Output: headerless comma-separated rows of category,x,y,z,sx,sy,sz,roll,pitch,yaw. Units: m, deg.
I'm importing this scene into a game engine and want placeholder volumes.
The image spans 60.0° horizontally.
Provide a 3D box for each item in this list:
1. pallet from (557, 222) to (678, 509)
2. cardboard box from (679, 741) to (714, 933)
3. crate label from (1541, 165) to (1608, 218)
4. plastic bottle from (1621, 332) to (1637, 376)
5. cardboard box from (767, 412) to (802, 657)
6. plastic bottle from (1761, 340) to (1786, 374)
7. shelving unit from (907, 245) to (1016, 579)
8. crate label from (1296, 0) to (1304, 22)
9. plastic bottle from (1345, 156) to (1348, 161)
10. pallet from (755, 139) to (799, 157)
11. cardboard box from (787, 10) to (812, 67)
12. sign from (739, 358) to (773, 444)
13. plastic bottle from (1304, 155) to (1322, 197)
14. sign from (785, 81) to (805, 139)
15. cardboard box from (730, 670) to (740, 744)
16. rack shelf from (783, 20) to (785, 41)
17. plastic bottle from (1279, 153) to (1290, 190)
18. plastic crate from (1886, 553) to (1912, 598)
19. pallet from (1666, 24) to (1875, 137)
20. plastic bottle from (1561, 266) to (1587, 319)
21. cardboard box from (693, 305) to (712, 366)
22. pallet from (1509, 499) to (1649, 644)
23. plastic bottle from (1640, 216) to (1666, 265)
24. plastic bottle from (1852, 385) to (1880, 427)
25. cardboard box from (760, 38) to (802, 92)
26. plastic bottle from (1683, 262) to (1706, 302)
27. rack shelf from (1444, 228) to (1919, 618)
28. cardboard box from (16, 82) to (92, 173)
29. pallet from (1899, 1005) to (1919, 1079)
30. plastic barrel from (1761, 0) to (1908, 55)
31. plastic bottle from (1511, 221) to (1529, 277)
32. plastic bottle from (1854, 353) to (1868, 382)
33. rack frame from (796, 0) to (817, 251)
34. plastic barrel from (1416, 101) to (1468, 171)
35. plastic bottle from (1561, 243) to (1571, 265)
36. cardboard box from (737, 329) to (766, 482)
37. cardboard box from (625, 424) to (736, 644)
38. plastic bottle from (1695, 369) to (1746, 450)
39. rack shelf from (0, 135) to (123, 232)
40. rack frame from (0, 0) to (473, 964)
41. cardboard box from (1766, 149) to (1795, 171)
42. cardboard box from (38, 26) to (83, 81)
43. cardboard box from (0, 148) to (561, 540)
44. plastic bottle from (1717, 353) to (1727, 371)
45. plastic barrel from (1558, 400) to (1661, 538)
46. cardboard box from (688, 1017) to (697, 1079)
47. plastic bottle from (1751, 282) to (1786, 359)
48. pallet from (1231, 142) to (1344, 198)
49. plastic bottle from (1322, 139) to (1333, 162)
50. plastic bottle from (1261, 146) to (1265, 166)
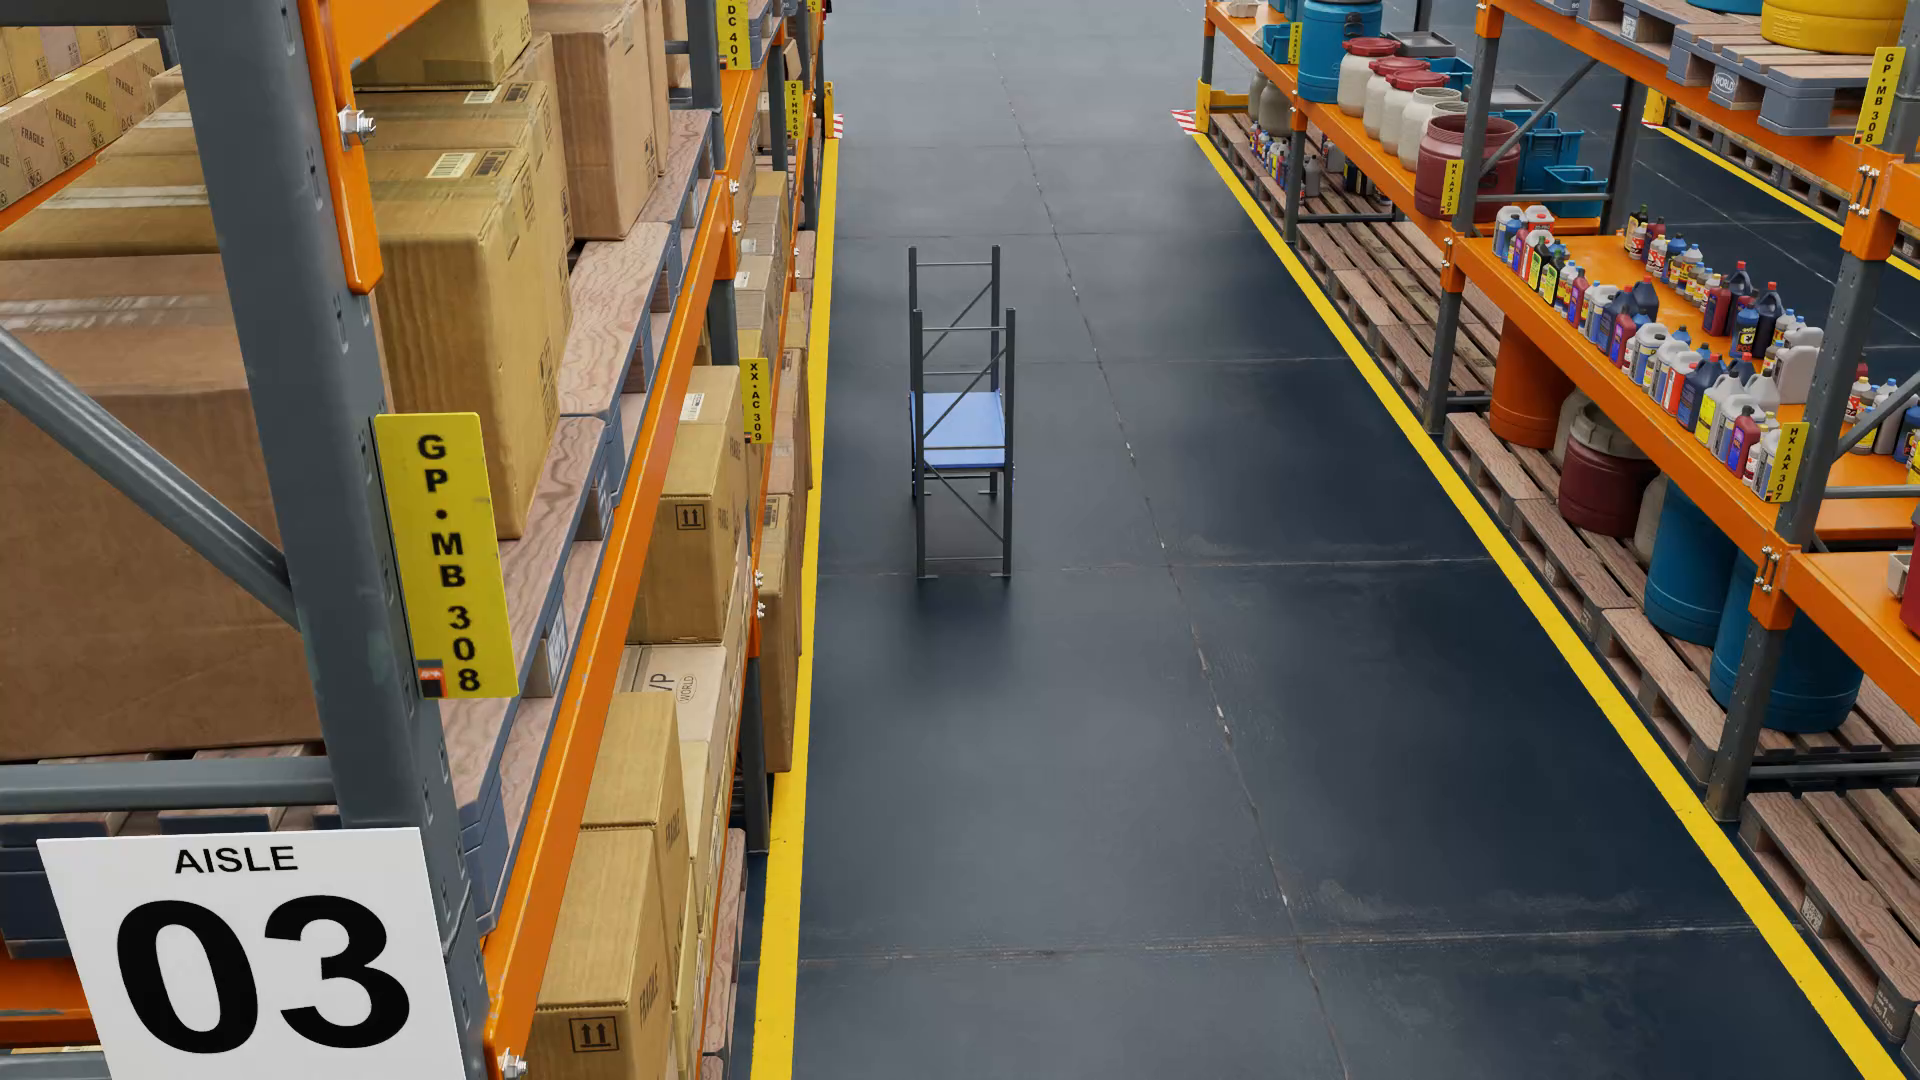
pallet,-1.189,-0.412,3.649,1.003,0.211,1.213,-1,28,-3
cardboard box,-0.917,0.779,4.353,0.500,0.250,0.500,-2,28,-4
crate label,3.808,-2.158,10.325,0.303,0.233,0.416,-1,28,-3
plastic bottle,3.223,-0.891,7.930,0.097,0.201,0.097,0,28,0
cardboard box,-1.383,-0.013,7.876,1.225,0.875,0.875,-2,28,-4
plastic bottle,3.837,-0.839,7.830,0.097,0.201,0.097,0,28,0
shelving unit,-0.004,-0.704,8.979,0.538,1.500,1.048,-1,28,-3
crate label,3.404,-4.895,15.354,0.502,0.435,0.616,-1,28,-3
plastic bottle,3.587,-3.563,15.226,0.144,0.351,0.185,-2,28,-3
pallet,-1.635,-2.737,11.462,1.003,0.211,1.213,-1,28,-3
cardboard box,-1.661,-4.142,13.517,0.875,0.500,0.500,-1,28,-3
sign,-0.728,-0.495,5.933,0.100,0.325,0.005,-1,28,-3
plastic bottle,3.069,-3.190,14.512,0.144,0.351,0.185,-1,28,-3
sign,-0.936,-2.437,9.427,0.100,0.325,0.005,-1,28,-3
cardboard box,-0.898,0.539,5.245,0.380,0.149,0.250,-1,28,-2
rack shelf,-1.595,-3.844,10.910,1.077,0.370,4.000,-1,28,-3
plastic bottle,2.915,-3.275,14.675,0.144,0.351,0.185,-3,28,-5
plastic crate,3.546,0.127,5.982,0.396,0.136,0.243,-1,28,-3
pallet,3.526,-1.787,6.393,1.213,0.211,1.003,-1,28,-3
plastic bottle,3.182,-1.283,8.605,0.097,0.271,0.097,0,28,0
cardboard box,-1.323,-0.846,6.435,0.797,0.503,0.637,-2,28,-4
pallet,3.599,0.133,8.767,1.003,0.211,1.213,-1,28,-3
plastic bottle,3.915,-1.694,9.380,0.061,0.283,0.133,-1,28,-3
plastic bottle,4.018,-0.584,7.341,0.097,0.201,0.097,0,28,0
cardboard box,-1.517,-3.190,11.556,0.797,0.503,0.637,1,28,3
plastic bottle,3.928,-1.379,8.865,0.097,0.201,0.097,0,28,0
rack shelf,3.560,-0.786,8.291,1.077,0.370,4.000,-1,28,-3
cardboard box,-6.282,-2.792,11.251,0.500,0.500,0.500,-2,28,-3
pallet,3.808,1.959,5.267,1.003,0.211,1.213,-1,28,-3
plastic barrel,3.414,-2.197,6.318,0.600,0.588,0.600,0,28,0
plastic bottle,3.127,-1.616,9.231,0.061,0.283,0.133,-1,28,-3
plastic bottle,4.025,-0.719,7.512,0.061,0.283,0.133,-1,28,-3
rack frame,-1.699,-3.756,13.208,1.000,3.000,0.127,-1,28,-3
plastic barrel,3.189,-2.548,10.771,0.421,0.512,0.421,0,28,0
plastic bottle,3.303,-1.531,9.156,0.097,0.201,0.097,0,28,0
cardboard box,-1.083,-0.557,6.965,0.500,0.500,0.500,-1,28,-3
cardboard box,-0.969,-0.022,5.079,0.500,0.500,0.500,-1,28,-2
plastic bottle,3.290,-0.576,7.164,0.144,0.351,0.185,-1,28,-3
rack shelf,-6.553,-2.440,11.463,1.077,0.370,4.000,-1,28,-3
rack frame,-1.073,-0.874,1.195,1.000,3.000,0.127,-1,28,-3
cardboard box,7.894,-3.631,15.488,0.500,0.250,0.500,-1,28,-3
cardboard box,-6.571,-3.471,11.471,0.700,0.500,0.500,-1,28,-2
cardboard box,-1.063,-0.321,2.708,0.700,0.500,0.500,-2,28,-5
plastic bottle,3.399,-0.712,7.510,0.097,0.271,0.097,0,28,0
plastic barrel,3.557,-0.398,8.924,0.600,0.588,0.708,-1,28,-3
cardboard box,-0.817,1.251,3.880,0.380,0.149,0.250,-2,28,-4
plastic bottle,3.946,-1.081,8.132,0.144,0.351,0.185,-1,28,-3
pallet,3.187,-3.515,15.762,1.003,0.211,1.213,-1,28,-3
plastic bottle,3.441,-3.647,15.549,0.097,0.201,0.097,0,28,0
plastic bottle,2.850,-3.582,15.425,0.097,0.201,0.097,0,28,0
